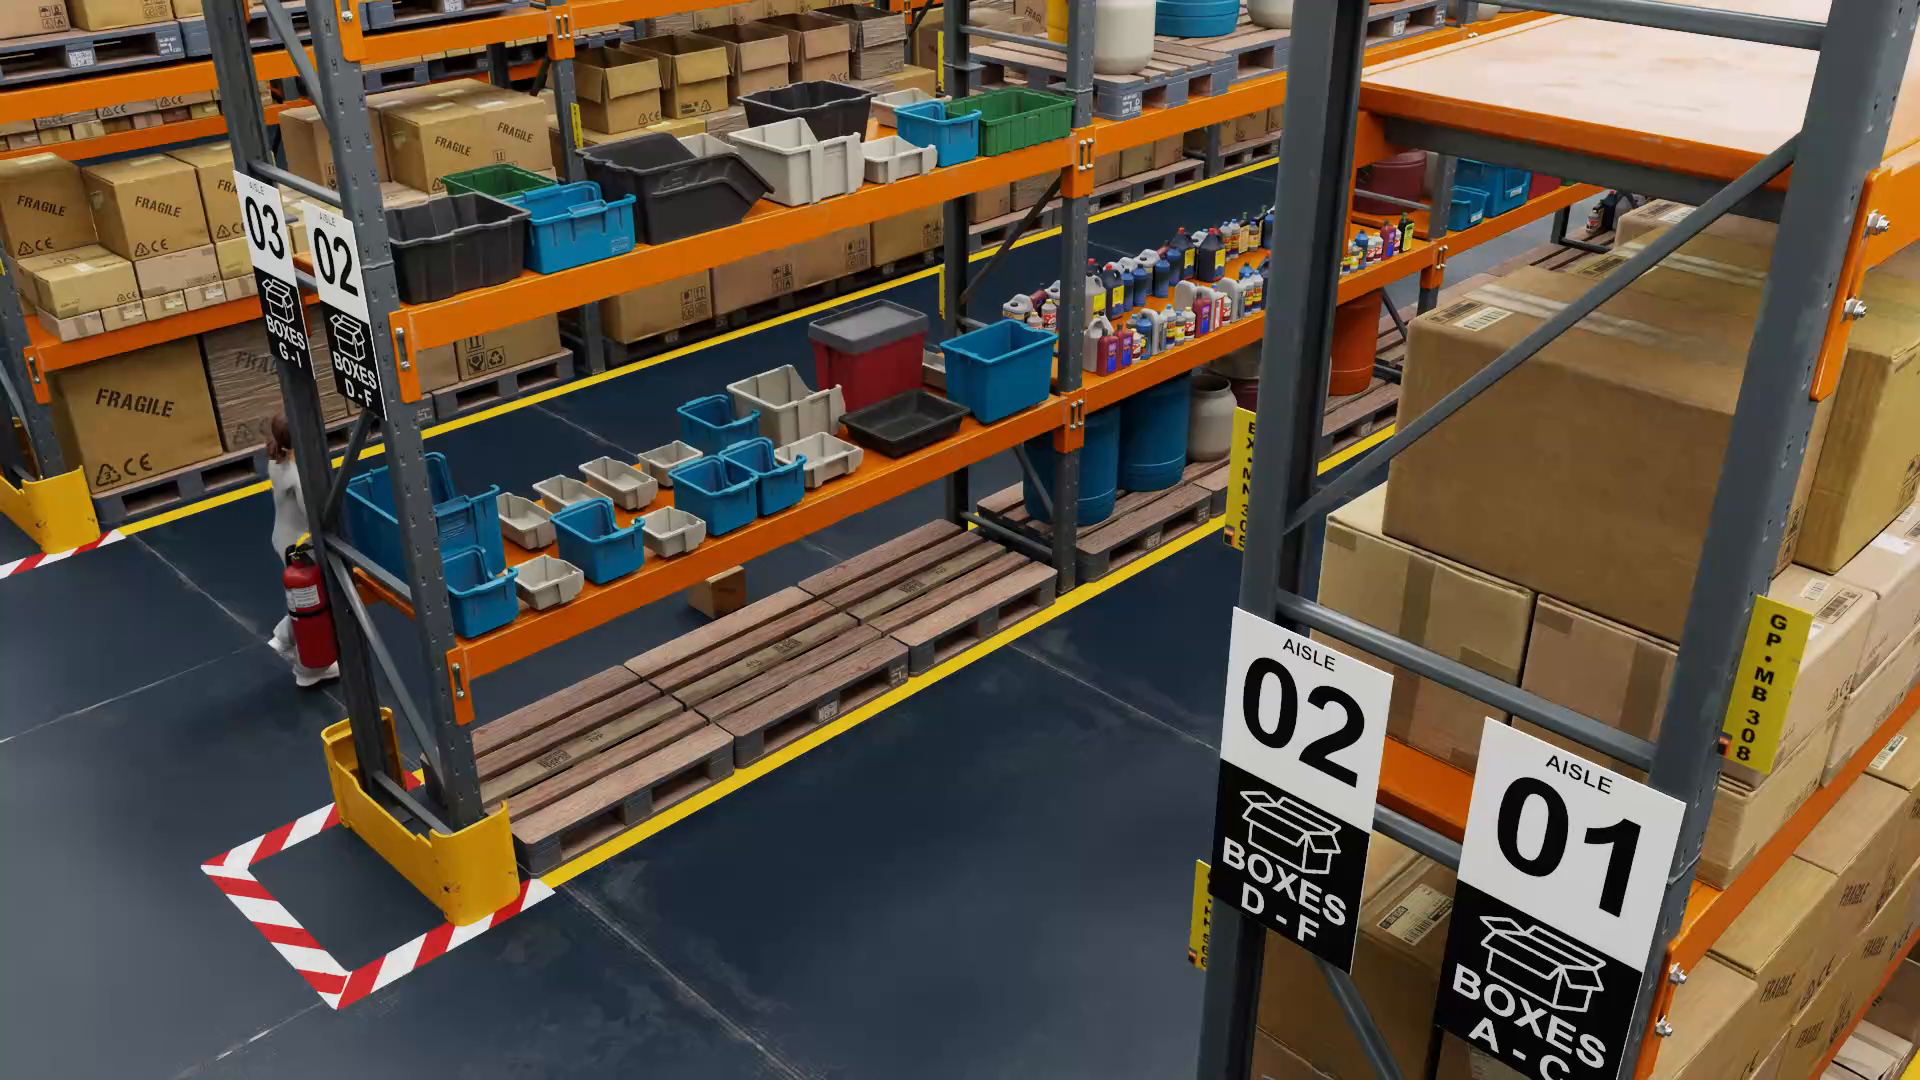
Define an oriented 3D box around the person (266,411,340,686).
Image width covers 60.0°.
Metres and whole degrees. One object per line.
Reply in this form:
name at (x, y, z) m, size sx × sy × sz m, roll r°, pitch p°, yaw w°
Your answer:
person at (-3.491, 0.037, 8.804) m, size 0.460 × 1.647 × 0.616 m, roll -19°, pitch 34°, yaw -32°
